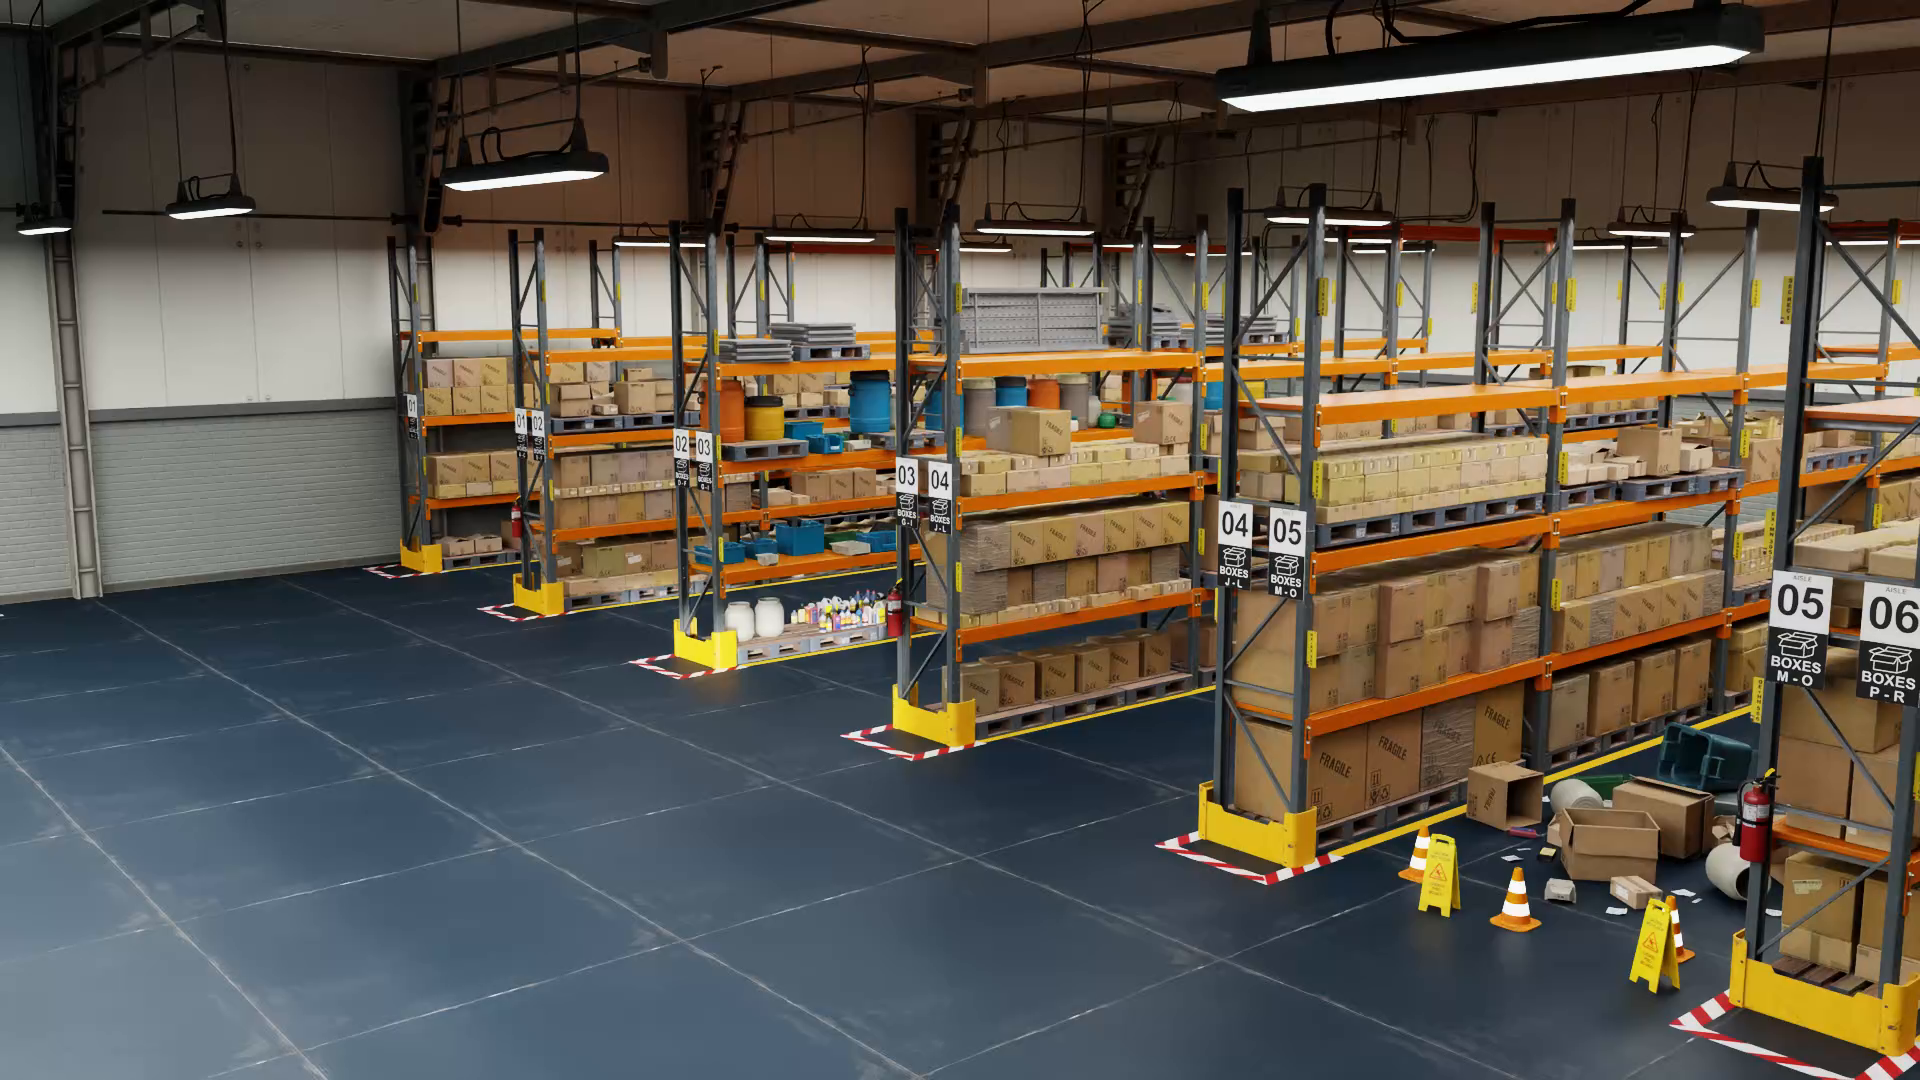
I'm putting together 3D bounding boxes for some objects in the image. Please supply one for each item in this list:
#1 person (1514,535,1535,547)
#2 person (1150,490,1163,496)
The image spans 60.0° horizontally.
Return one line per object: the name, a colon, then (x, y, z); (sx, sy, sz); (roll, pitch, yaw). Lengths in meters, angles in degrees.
person: (8.190, 0.660, 23.909); (0.796, 1.767, 0.711); (-9, 12, -44)
person: (3.917, -0.670, 32.844); (0.436, 1.494, 0.776); (8, 12, 41)
